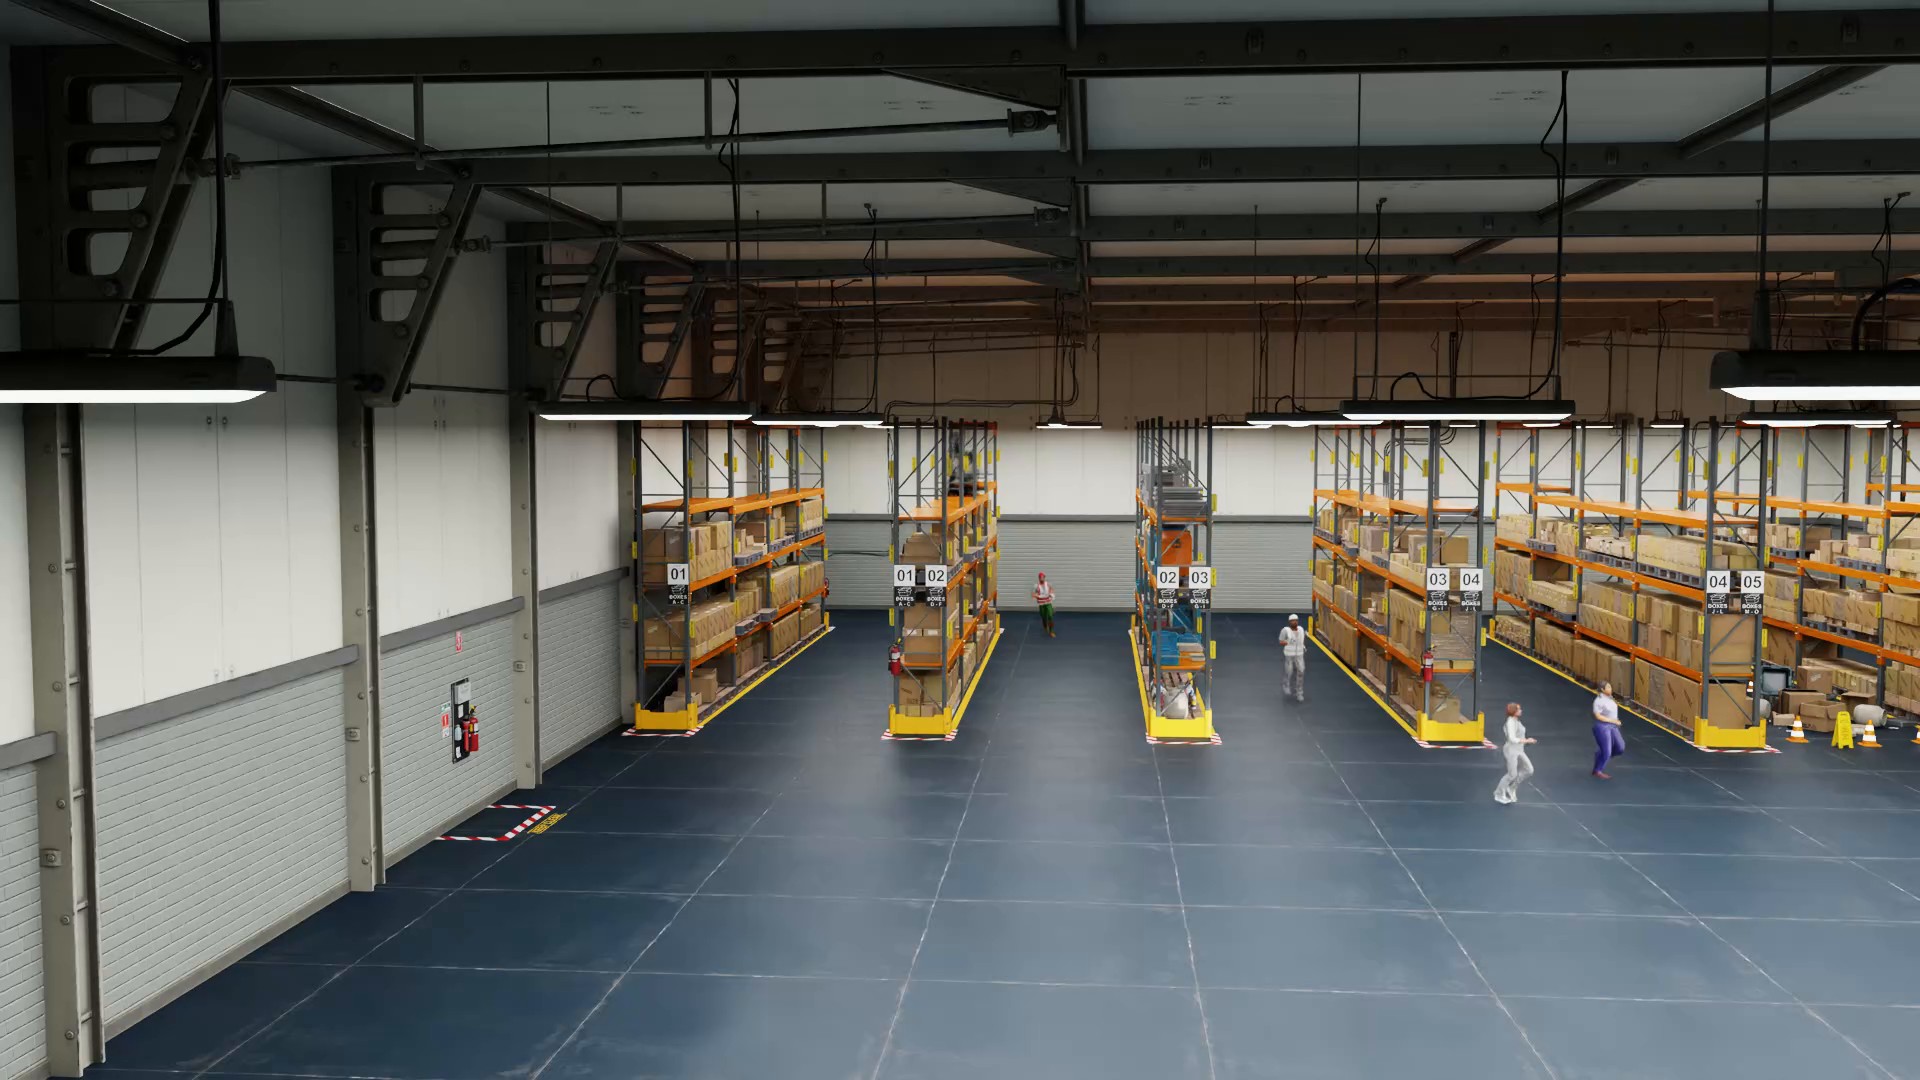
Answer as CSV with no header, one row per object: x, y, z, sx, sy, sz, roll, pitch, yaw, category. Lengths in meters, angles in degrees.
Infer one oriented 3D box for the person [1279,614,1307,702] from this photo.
7.124,2.499,35.562,0.664,1.835,0.775,0,4,-6,person

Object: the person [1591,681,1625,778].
10.689,3.137,27.451,0.578,1.596,0.541,-3,5,-43,person

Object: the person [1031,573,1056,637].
2.318,1.809,46.648,0.682,1.793,0.918,-1,4,-10,person

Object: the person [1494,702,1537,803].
8.507,3.261,25.449,0.623,1.560,0.512,3,4,34,person

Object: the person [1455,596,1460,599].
14.097,1.839,47.139,0.615,1.586,0.873,-2,4,-33,person
